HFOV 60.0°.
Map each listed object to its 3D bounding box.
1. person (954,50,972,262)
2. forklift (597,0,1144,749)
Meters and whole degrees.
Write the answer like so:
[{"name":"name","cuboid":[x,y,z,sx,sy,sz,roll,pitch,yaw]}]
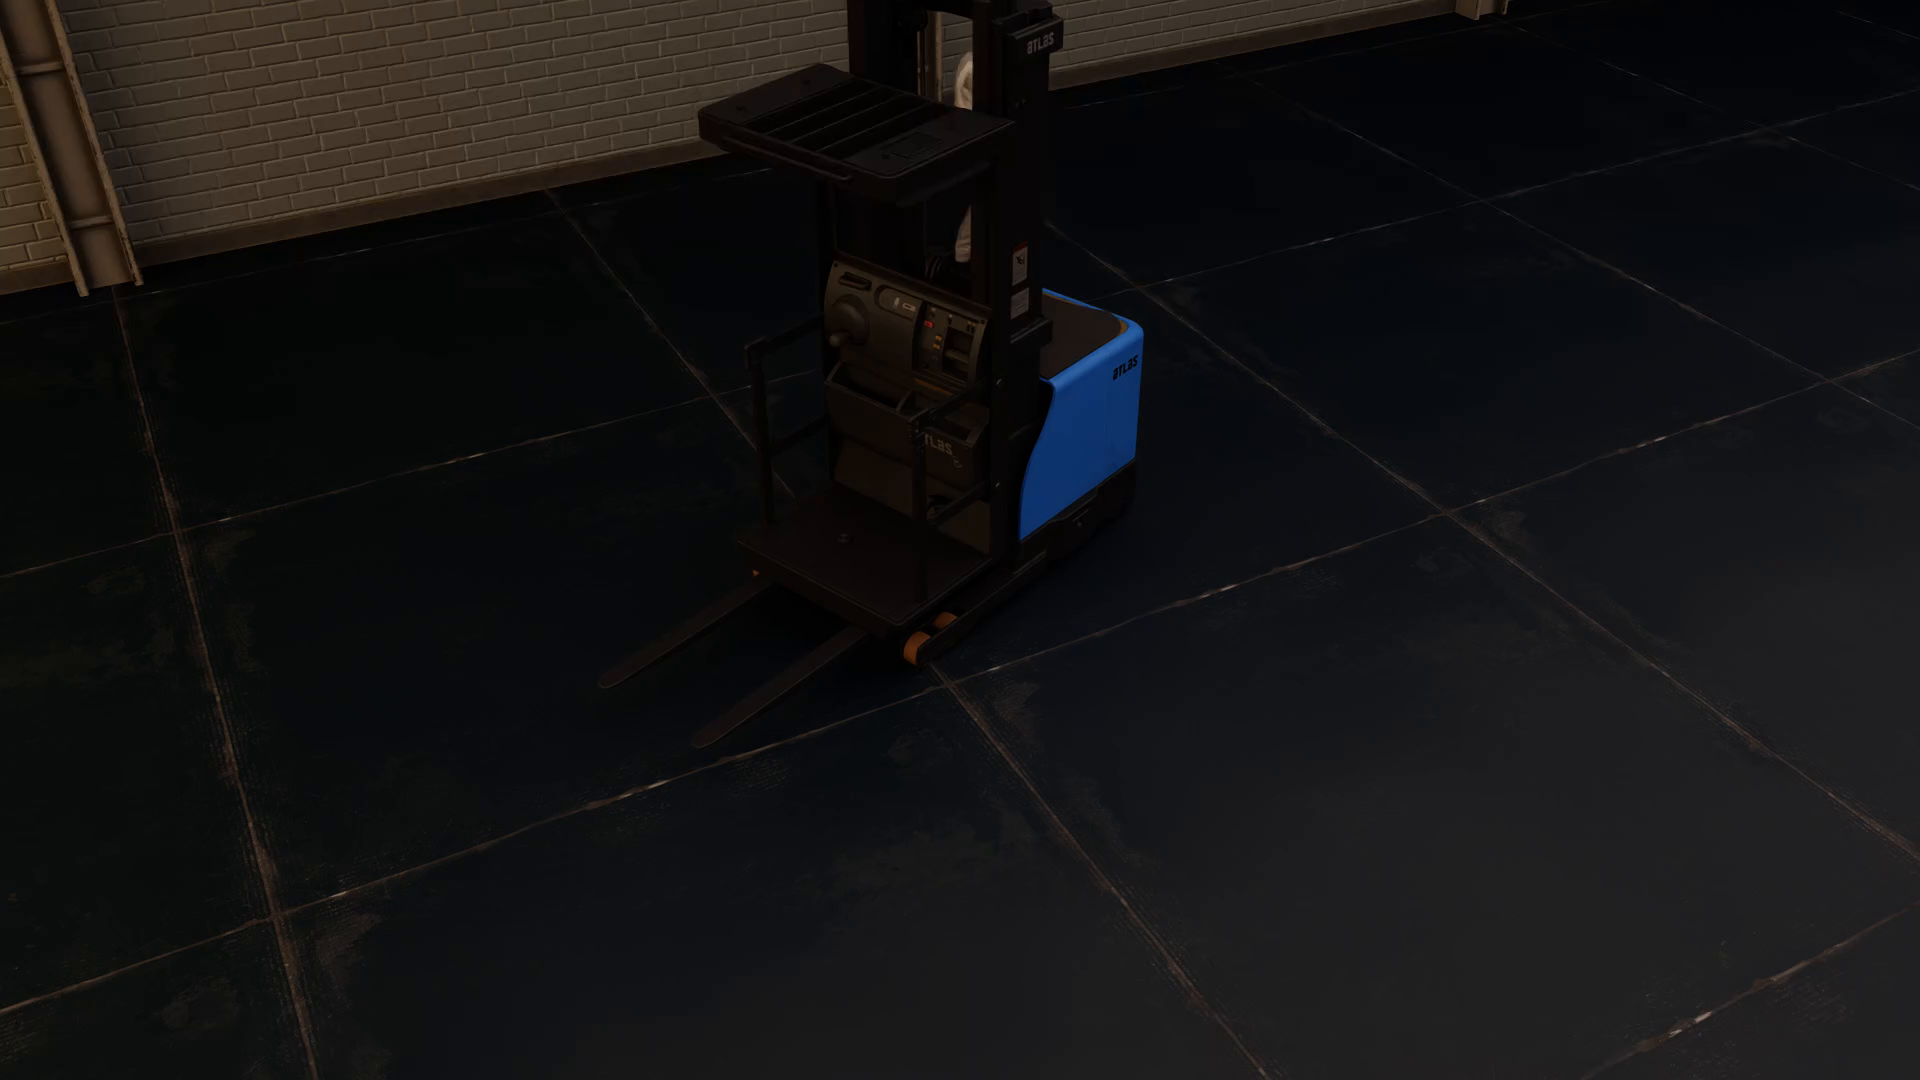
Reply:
[{"name":"person","cuboid":[0.219,-2.579,10.852,0.592,1.723,0.808,-7,36,-10]},{"name":"forklift","cuboid":[-0.390,-0.927,7.434,1.130,2.935,3.031,26,43,31]}]
